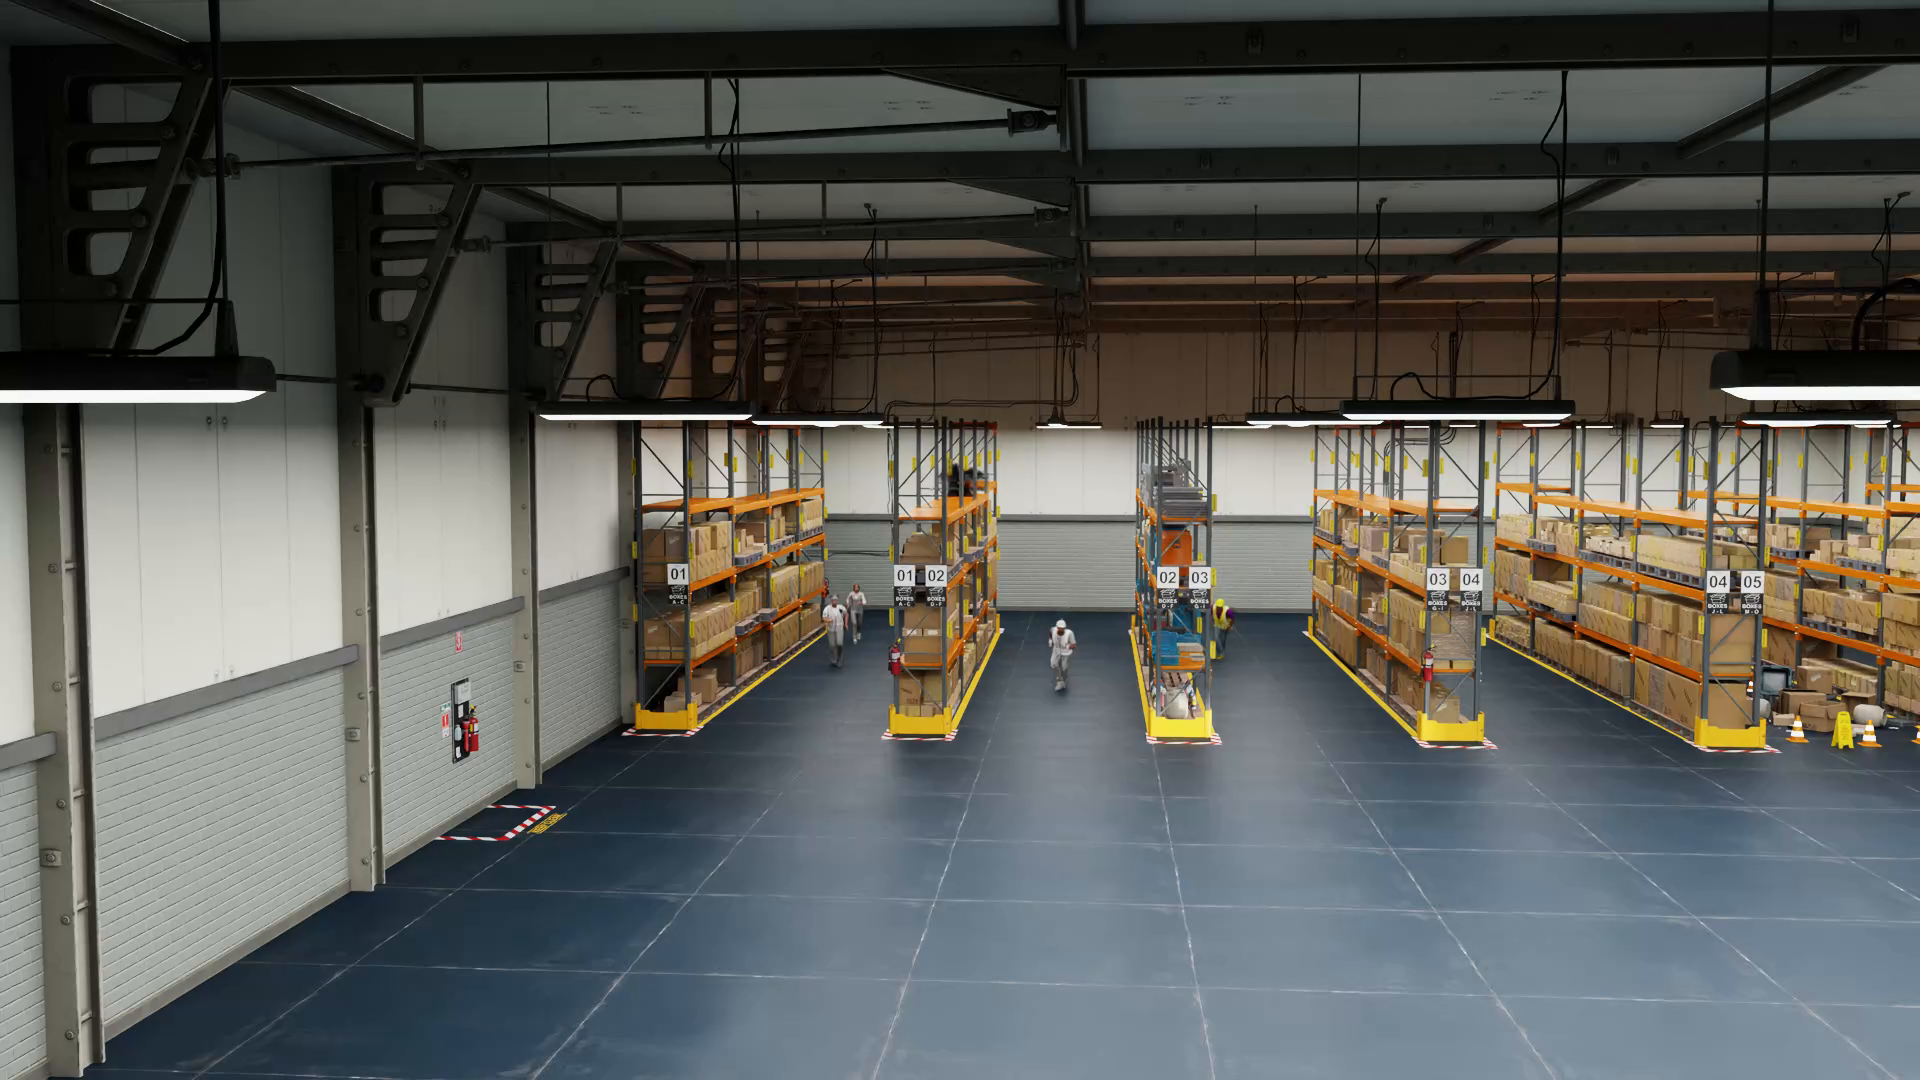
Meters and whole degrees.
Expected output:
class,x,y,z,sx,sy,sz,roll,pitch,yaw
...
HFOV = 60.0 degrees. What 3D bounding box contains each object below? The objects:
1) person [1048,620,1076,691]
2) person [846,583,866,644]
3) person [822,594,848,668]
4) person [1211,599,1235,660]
class,x,y,z,sx,sy,sz,roll,pitch,yaw
person,2.256,2.507,36.760,0.708,1.576,1.129,1,4,14
person,-2.801,1.970,44.957,0.541,1.589,0.873,0,4,-6
person,-3.038,2.212,40.411,0.614,1.819,0.831,0,4,-1
person,6.613,2.224,41.922,0.697,1.558,1.125,1,4,18
